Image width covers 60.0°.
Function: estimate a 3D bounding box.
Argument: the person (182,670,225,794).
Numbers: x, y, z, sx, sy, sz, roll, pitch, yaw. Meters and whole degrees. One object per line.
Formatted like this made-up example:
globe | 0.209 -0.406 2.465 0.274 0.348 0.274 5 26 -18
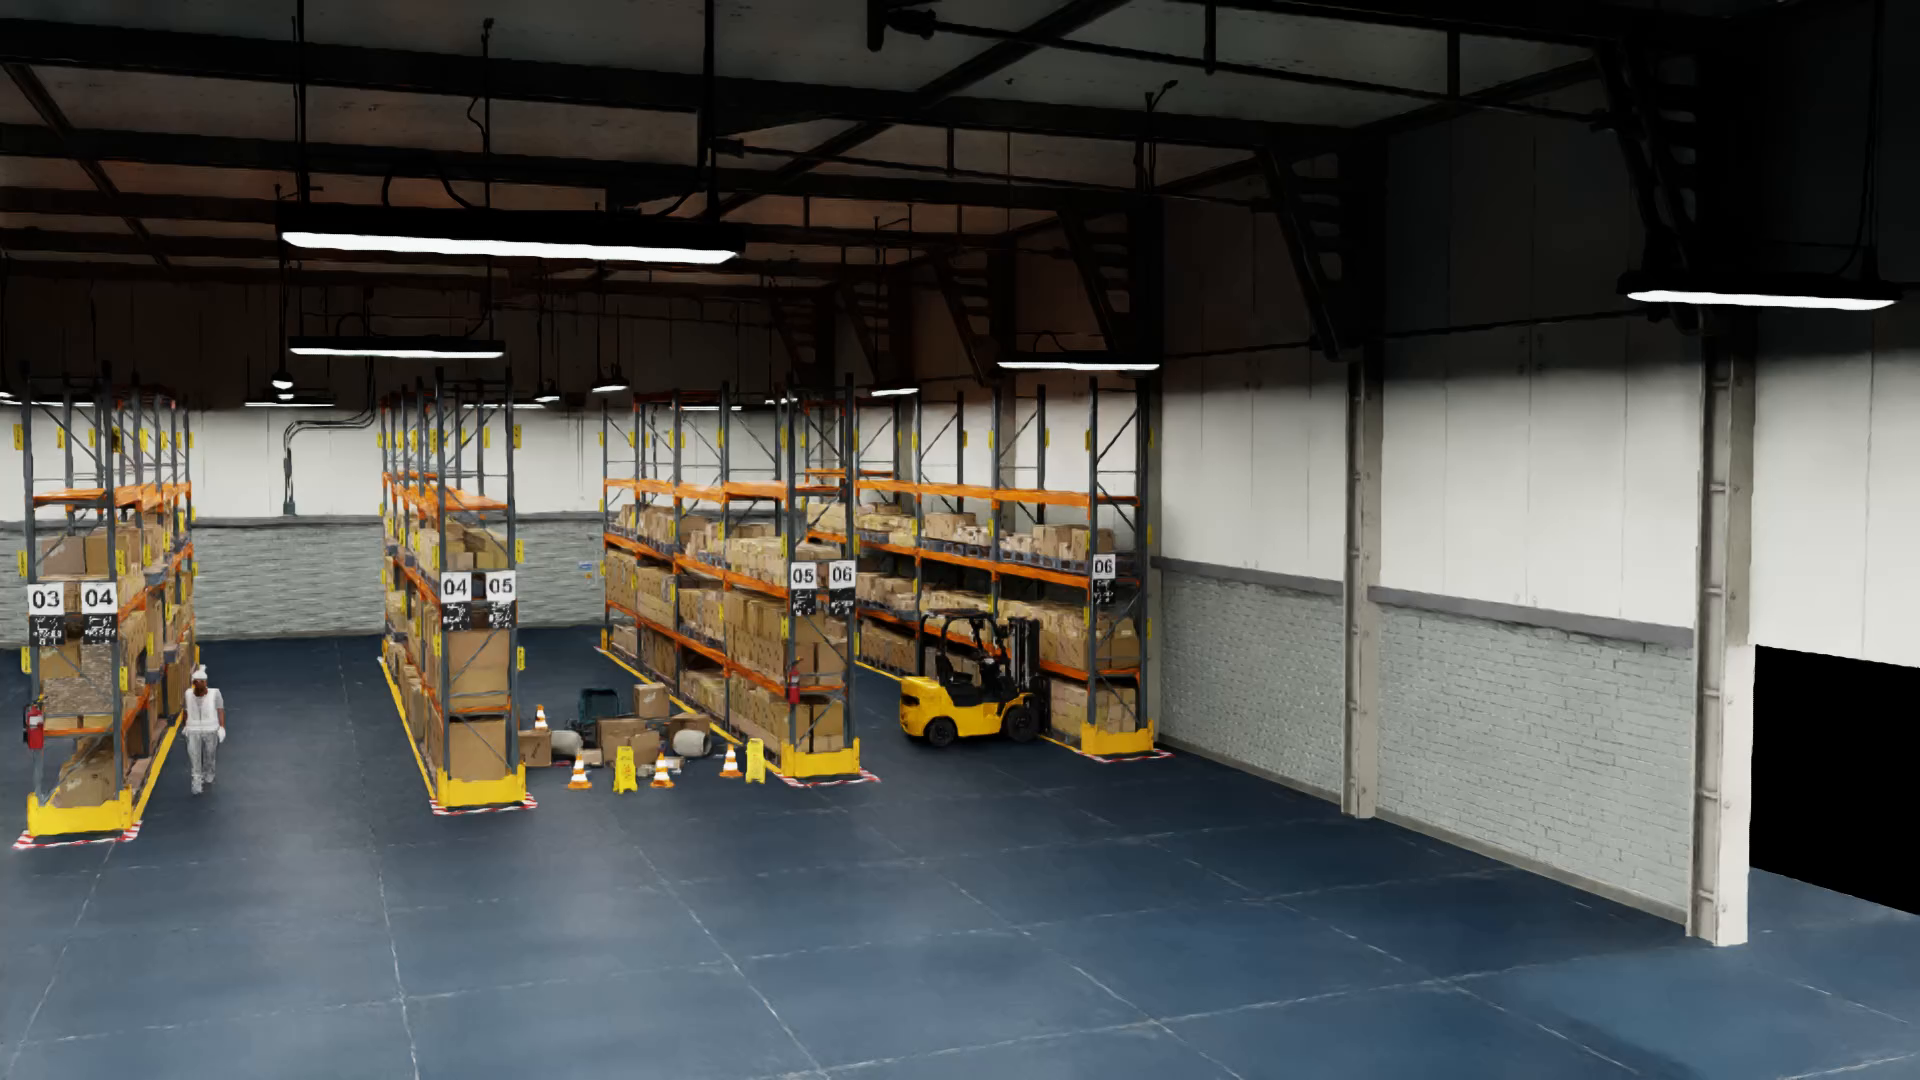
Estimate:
person | -10.801 2.708 23.743 0.579 1.732 1.042 -1 4 -23
